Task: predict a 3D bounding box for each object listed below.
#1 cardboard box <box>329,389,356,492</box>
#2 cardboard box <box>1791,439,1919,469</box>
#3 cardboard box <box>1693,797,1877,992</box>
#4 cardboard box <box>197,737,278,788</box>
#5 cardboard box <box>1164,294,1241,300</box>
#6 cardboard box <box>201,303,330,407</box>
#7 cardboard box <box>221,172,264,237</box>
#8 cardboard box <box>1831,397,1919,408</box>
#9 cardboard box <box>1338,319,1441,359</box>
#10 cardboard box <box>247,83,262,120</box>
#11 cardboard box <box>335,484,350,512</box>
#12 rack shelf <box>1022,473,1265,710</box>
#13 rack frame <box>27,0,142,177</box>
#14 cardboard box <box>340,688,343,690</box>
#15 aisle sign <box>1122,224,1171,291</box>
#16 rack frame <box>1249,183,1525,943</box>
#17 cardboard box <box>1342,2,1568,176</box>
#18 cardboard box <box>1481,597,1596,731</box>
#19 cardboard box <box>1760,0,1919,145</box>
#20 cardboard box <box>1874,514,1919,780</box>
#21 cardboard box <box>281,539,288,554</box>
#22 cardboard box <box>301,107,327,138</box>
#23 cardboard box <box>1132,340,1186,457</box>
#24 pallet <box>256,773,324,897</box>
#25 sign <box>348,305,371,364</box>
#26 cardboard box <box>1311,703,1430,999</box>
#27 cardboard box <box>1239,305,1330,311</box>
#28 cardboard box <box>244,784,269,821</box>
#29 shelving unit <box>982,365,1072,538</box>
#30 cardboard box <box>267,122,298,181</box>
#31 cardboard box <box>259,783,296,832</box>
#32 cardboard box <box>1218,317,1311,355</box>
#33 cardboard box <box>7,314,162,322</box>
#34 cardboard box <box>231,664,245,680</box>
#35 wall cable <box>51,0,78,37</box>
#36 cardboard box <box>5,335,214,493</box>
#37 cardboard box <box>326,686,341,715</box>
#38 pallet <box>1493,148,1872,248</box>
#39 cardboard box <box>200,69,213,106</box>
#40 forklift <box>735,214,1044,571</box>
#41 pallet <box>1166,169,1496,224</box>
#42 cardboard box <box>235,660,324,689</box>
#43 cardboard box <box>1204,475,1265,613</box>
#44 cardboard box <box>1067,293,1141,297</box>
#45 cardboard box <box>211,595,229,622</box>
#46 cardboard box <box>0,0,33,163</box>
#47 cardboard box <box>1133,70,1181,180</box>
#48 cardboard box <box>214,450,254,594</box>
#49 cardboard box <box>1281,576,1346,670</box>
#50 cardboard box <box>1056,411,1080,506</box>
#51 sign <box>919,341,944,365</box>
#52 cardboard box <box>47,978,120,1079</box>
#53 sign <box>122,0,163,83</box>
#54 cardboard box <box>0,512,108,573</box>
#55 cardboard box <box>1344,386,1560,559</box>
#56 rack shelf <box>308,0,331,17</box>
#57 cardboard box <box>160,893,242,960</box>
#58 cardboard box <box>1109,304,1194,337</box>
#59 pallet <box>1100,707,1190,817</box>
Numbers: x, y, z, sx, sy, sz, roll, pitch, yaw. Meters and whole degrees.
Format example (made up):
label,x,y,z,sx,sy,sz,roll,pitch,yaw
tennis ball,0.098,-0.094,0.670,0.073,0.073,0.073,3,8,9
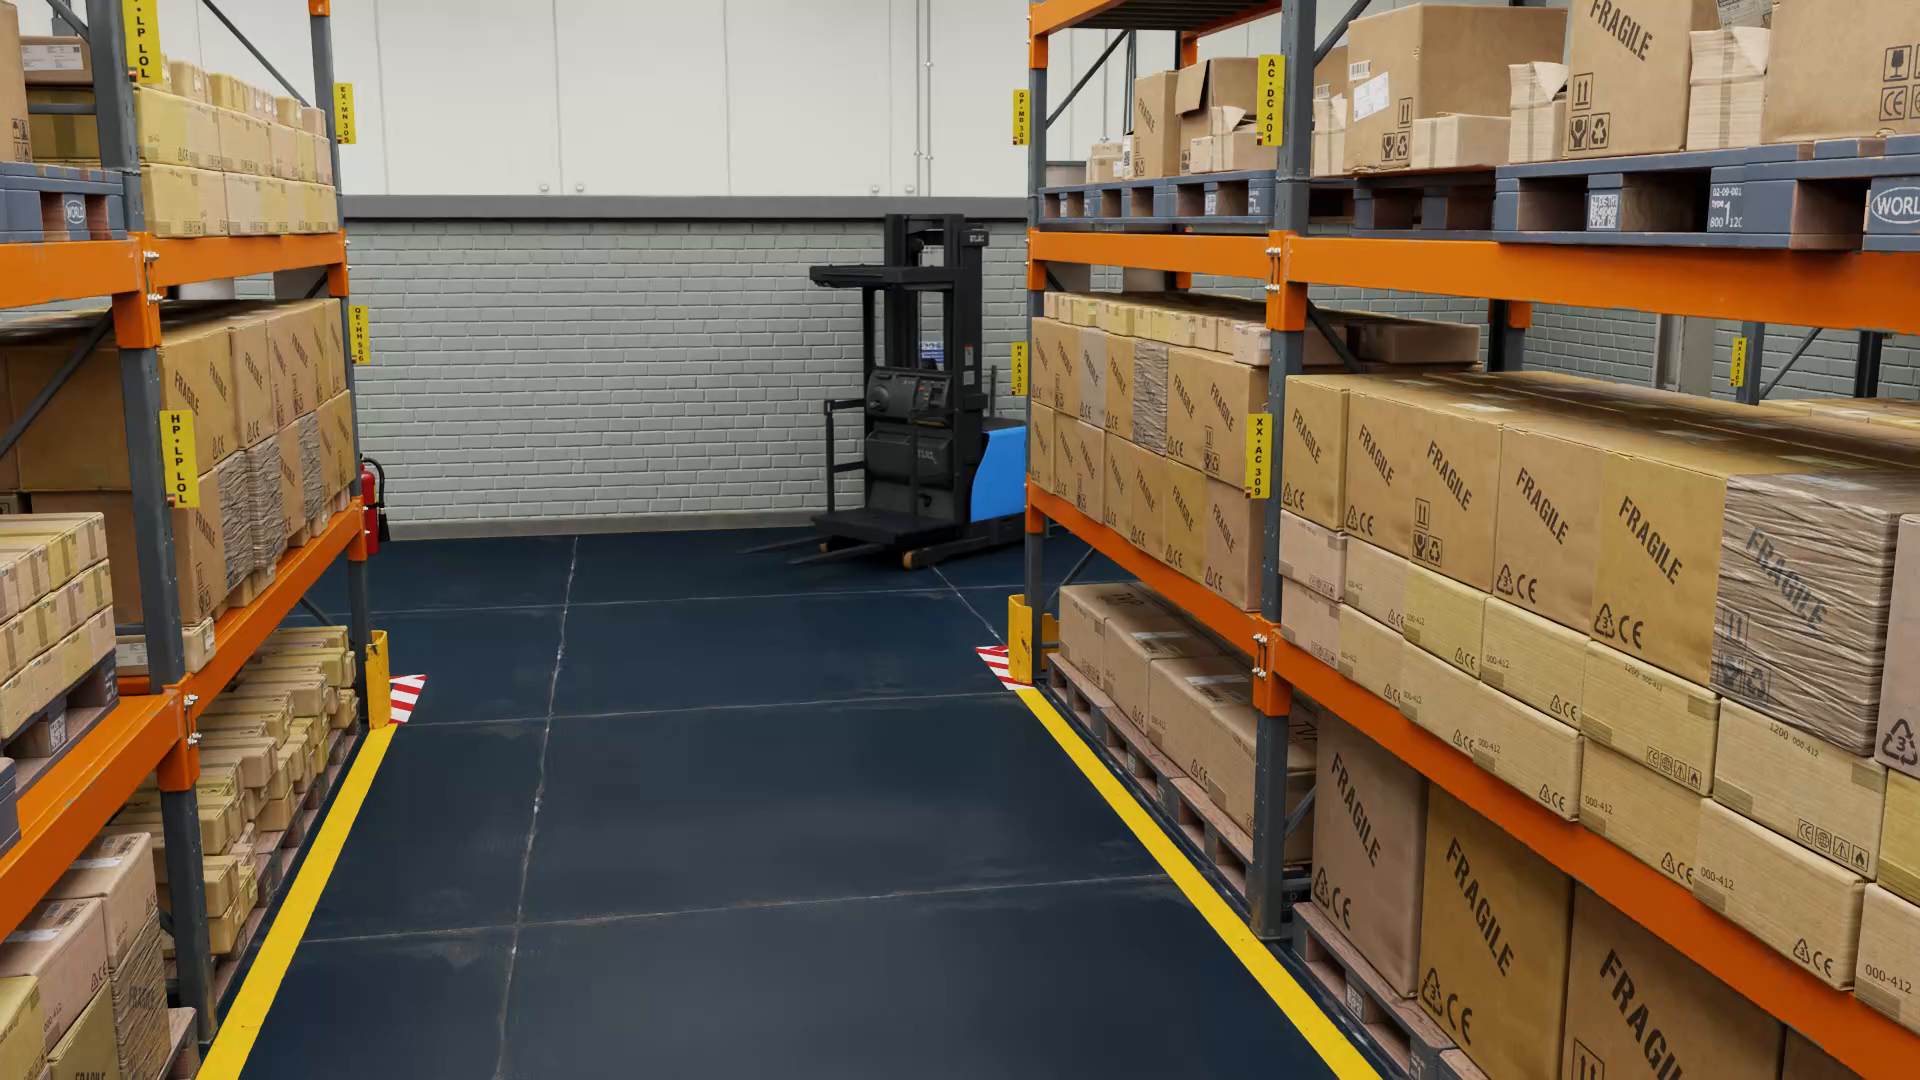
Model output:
label,x,y,z,sx,sy,sz,roll,pitch,yaw
cardboard box,-3.583,-0.535,8.976,0.500,0.500,0.500,-2,11,-10
cardboard box,2.421,0.030,4.128,0.500,0.500,0.500,-2,11,-9
cardboard box,2.001,0.753,3.673,0.500,0.250,0.500,-2,11,-10
cardboard box,-3.144,0.958,7.105,0.380,0.149,0.250,-2,11,-10
cardboard box,1.385,-1.322,9.497,0.380,0.149,0.250,-2,11,-12
cardboard box,-3.491,-0.932,8.385,0.500,0.500,0.500,-3,11,-13
cardboard box,-3.165,-1.361,6.759,0.500,0.250,0.500,-2,11,-9
cardboard box,6.131,-0.790,10.986,0.500,0.250,0.500,-2,11,-9
cardboard box,1.818,-0.851,7.020,0.380,0.149,0.250,-2,11,-10
cardboard box,-3.292,-1.921,7.296,0.380,0.149,0.250,-2,11,-13
cardboard box,-3.582,-0.240,9.161,0.380,0.149,0.250,-2,11,-11
rack shelf,1.302,0.109,8.580,1.077,0.370,4.000,-2,11,-11
rack frame,-3.145,-2.626,4.982,1.000,3.000,0.127,-2,11,-11
cardboard box,-3.616,0.870,9.157,0.380,0.149,0.250,-2,11,-10
aisle sign,1.203,-1.913,10.326,0.394,0.787,0.004,-2,11,-11
rack frame,1.691,0.122,6.586,1.000,3.000,0.127,-2,11,-11
cardboard box,1.578,-1.435,5.352,0.500,0.500,0.500,-2,11,-12
cardboard box,1.801,0.322,4.600,0.500,0.250,0.500,-2,11,-13
cardboard box,2.090,-1.048,3.320,0.700,0.500,0.500,-3,11,-14
cardboard box,2.112,0.230,3.077,0.500,0.500,0.500,-2,11,-13
cardboard box,-3.418,-0.001,7.902,0.380,0.149,0.250,-3,11,-13
cardboard box,-3.570,-2.204,8.783,0.380,0.149,0.250,-2,11,-12
cardboard box,1.129,-0.681,7.864,0.500,0.500,0.500,-2,11,-10
pallet,-3.551,1.344,7.622,1.003,0.211,1.213,-2,11,-11
sign,-3.375,-1.154,9.346,0.100,0.325,0.005,-2,11,-11
cardboard box,1.890,1.070,6.163,0.875,0.875,0.875,-2,11,-9
cardboard box,1.606,-1.084,8.247,0.380,0.149,0.250,-2,11,-11
cardboard box,-3.202,1.103,7.137,0.380,0.149,0.250,-2,11,-8
shelving unit,0.560,-0.851,15.627,1.048,1.500,0.538,9,12,37
cardboard box,-3.386,-1.795,7.702,0.500,0.250,0.500,-2,11,-10
cardboard box,-3.193,1.200,7.425,0.380,0.149,0.250,-2,11,-13
cardboard box,1.335,-0.880,7.175,0.380,0.149,0.250,-2,11,-11
cardboard box,-3.810,-0.726,7.302,0.500,0.500,0.500,-2,11,-13
cardboard box,-3.983,0.644,8.756,0.380,0.149,0.250,-2,11,-10
wall cable,-6.527,-5.941,13.792,2.277,5.999,0.120,-2,11,-11
cardboard box,-2.994,-0.457,5.893,0.500,0.500,0.500,-2,11,-10
cardboard box,-3.438,0.817,8.642,0.380,0.149,0.250,-3,11,-13
pallet,2.071,-0.846,4.156,1.003,0.211,1.213,-2,11,-8
cardboard box,-3.165,-1.774,6.523,0.380,0.149,0.250,-2,11,-13
forklift,-0.581,-1.289,14.183,1.130,2.935,3.031,9,14,40
pallet,1.542,-1.458,7.104,1.003,0.211,1.213,-2,11,-11
cardboard box,-3.416,0.718,8.367,0.380,0.149,0.250,-3,11,-13
cardboard box,1.350,-0.003,6.975,0.500,0.500,0.500,-2,11,-10
cardboard box,0.831,-1.350,9.643,0.380,0.149,0.250,-2,11,-10
cardboard box,-3.153,0.239,6.646,0.380,0.149,0.250,-3,11,-14
cardboard box,-3.179,-1.335,4.828,0.700,0.500,0.500,-2,11,-11
cardboard box,1.158,-2.014,8.131,0.500,0.500,0.500,-2,11,-10
cardboard box,-3.097,-0.065,6.506,0.500,0.500,0.500,-2,11,-11
cardboard box,1.518,0.286,6.126,0.500,0.250,0.500,-2,11,-12
cardboard box,0.850,-0.470,9.431,0.500,0.500,0.500,-2,11,-12
sign,-0.266,-1.787,15.894,0.327,0.218,0.001,-2,11,-11
cardboard box,-2.655,1.563,4.578,0.500,0.500,0.500,-2,11,-12
sign,-2.601,-1.621,5.287,0.100,0.325,0.005,-2,11,-11
cardboard box,-2.875,0.012,5.122,0.380,0.149,0.250,-2,11,-8
cardboard box,1.621,-0.235,5.519,0.500,0.500,0.500,-2,11,-11
rack shelf,-3.534,-2.638,6.977,1.077,0.370,4.000,-2,11,-11
cardboard box,-2.901,1.436,6.182,0.380,0.149,0.250,-3,11,-13
cardboard box,0.971,-1.109,8.379,0.380,0.149,0.250,-2,11,-12
pallet,1.379,1.125,8.772,1.003,0.211,1.213,-2,11,-11
